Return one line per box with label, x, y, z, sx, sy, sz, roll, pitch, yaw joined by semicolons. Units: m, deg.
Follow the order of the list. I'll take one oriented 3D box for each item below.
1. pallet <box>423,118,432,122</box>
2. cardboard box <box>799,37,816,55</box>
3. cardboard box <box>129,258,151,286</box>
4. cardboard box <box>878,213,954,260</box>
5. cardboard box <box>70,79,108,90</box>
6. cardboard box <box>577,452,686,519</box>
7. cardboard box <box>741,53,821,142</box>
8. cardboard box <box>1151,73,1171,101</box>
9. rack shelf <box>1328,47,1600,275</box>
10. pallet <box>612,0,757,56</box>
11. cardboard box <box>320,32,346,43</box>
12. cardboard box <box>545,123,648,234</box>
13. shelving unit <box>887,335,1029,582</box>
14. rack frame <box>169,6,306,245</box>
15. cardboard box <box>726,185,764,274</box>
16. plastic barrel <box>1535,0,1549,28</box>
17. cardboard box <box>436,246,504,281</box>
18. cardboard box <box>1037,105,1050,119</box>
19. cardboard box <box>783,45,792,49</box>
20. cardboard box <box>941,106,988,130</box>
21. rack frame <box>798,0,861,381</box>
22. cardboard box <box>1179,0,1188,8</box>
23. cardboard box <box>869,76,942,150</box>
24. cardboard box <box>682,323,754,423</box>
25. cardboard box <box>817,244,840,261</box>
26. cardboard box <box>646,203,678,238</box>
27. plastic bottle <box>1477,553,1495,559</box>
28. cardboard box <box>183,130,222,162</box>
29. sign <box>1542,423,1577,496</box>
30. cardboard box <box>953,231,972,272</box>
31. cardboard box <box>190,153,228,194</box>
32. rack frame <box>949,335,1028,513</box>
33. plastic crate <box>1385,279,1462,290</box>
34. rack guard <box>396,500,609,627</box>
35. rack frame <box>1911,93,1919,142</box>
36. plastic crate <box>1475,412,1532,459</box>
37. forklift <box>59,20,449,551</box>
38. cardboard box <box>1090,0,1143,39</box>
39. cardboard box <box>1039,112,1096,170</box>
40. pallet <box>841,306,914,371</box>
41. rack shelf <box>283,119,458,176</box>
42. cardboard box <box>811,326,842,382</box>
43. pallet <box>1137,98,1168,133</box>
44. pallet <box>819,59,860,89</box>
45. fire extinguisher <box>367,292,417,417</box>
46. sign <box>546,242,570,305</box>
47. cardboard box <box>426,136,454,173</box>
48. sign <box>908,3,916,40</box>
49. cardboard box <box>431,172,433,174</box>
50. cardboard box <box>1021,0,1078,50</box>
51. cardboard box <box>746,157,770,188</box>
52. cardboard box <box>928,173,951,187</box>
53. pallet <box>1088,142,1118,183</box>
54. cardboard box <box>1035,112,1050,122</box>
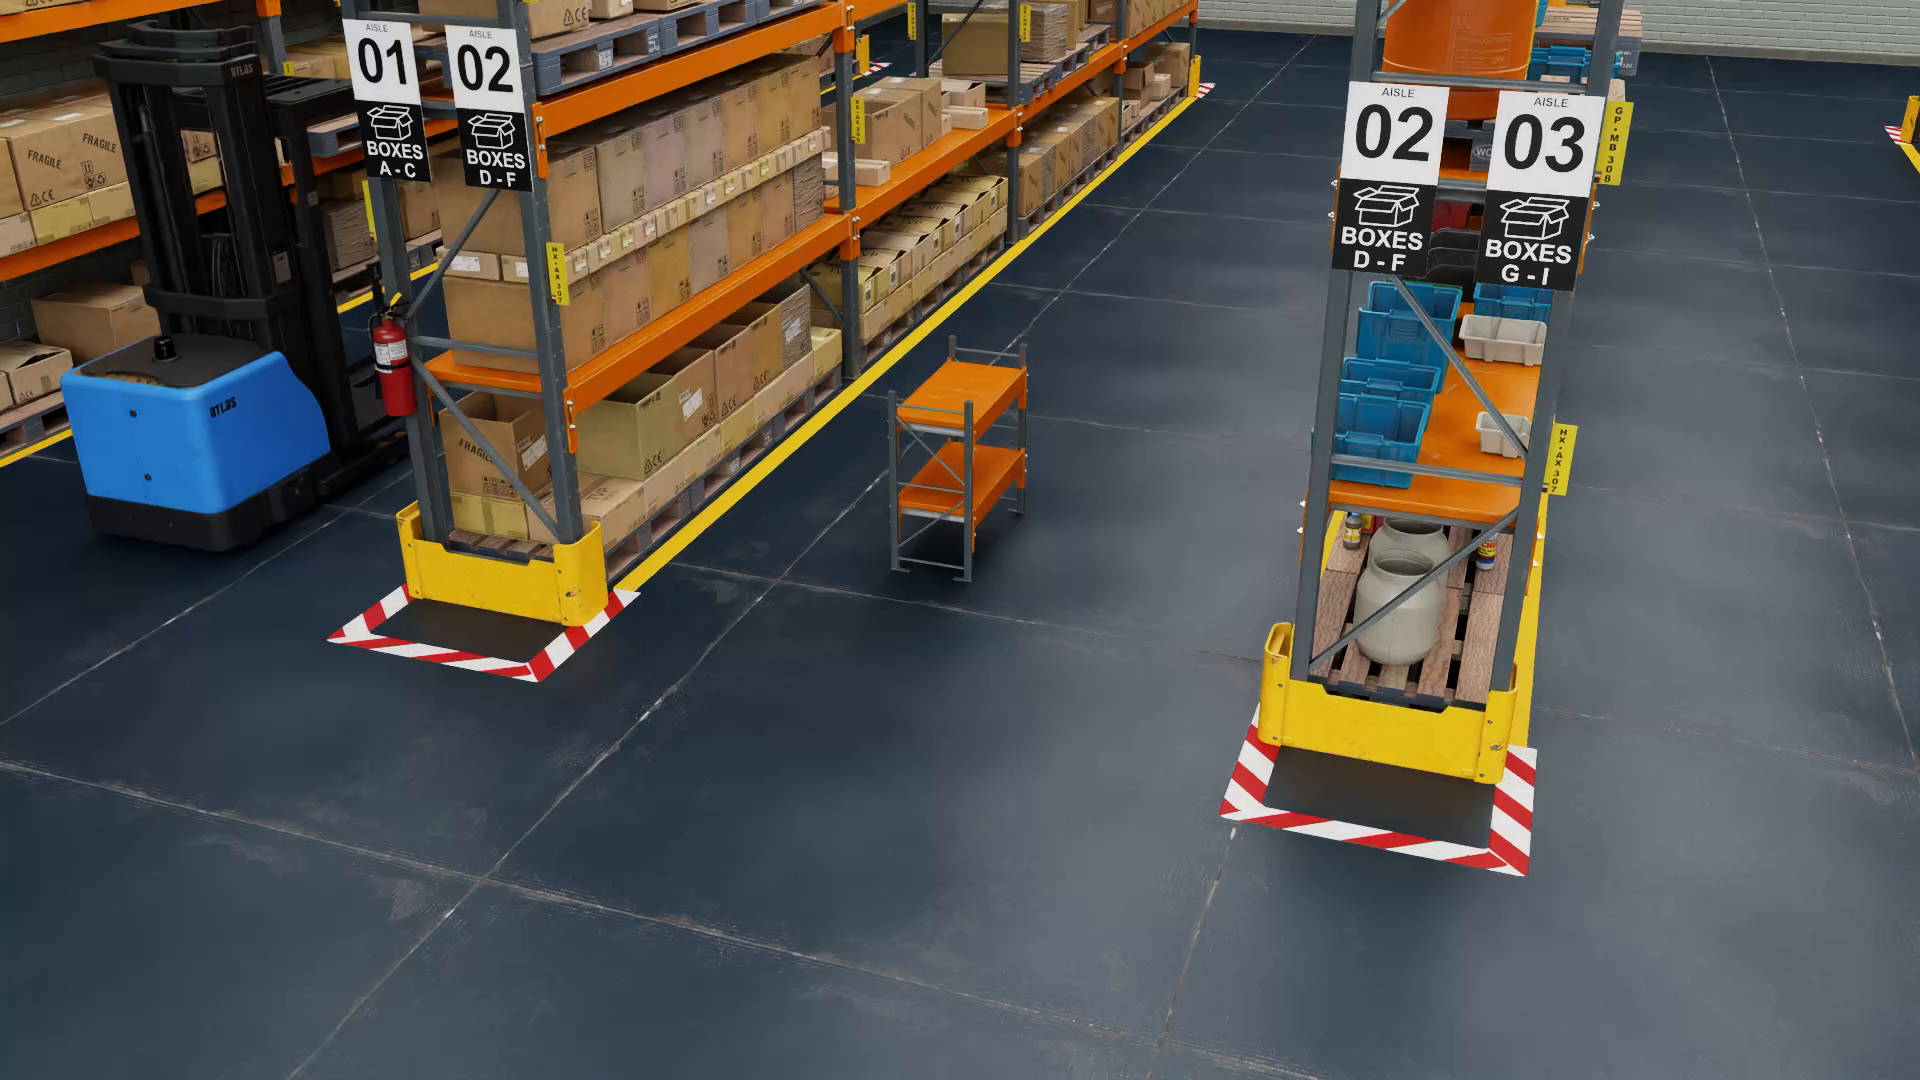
pallet;-5.219;-4.124;15.545;1.003;0.211;1.213;9;27;17
cardboard box;-2.409;-6.666;22.963;0.700;0.500;0.500;8;27;16
cardboard box;-6.238;-2.026;13.356;0.500;0.500;0.500;7;27;14
cardboard box;-0.375;-2.638;14.287;0.500;0.311;0.500;10;27;19
cardboard box;-6.459;-3.290;12.891;0.500;0.500;0.500;9;27;17
cardboard box;-2.037;-0.371;10.247;0.500;0.250;0.500;9;27;17
cardboard box;-1.399;-3.114;11.637;0.700;0.500;0.500;9;27;18
cardboard box;2.443;-5.915;21.676;0.500;0.250;0.500;9;27;17
rack shelf;2.747;-2.153;8.639;1.077;0.370;4.000;9;27;17
pallet;-1.925;-3.125;9.922;1.003;0.211;1.213;9;27;17
cardboard box;-5.346;-4.337;15.145;0.700;0.500;0.500;13;29;24
cardboard box;-2.234;-2.083;9.506;0.700;0.500;0.500;8;27;16
shelving unit;0.002;-0.509;10.011;0.538;1.125;1.048;9;27;17
rack frame;-5.930;-3.386;13.800;1.000;3.000;0.127;9;27;17
cardboard box;-1.739;-2.107;11.045;0.700;0.500;0.500;9;27;18
plastic barrel;2.980;-3.320;9.166;0.600;0.901;0.708;9;27;17
cardboard box;-2.641;-1.547;9.143;0.380;0.149;0.250;8;27;17
cardboard box;0.681;-4.792;18.209;0.500;0.250;0.500;9;27;18
cardboard box;-2.463;-6.650;22.185;0.380;0.149;0.250;8;27;16
cardboard box;0.035;-3.790;14.924;0.380;0.149;0.250;9;27;17
rack frame;-1.258;-2.669;12.320;1.000;3.000;0.127;9;27;17
cardboard box;2.674;-7.208;21.580;0.500;0.500;0.500;9;27;18
cardboard box;-0.469;-3.666;14.264;0.500;0.500;0.500;7;27;15
cardboard box;-1.699;-1.118;10.930;0.500;0.500;0.500;9;27;17
cardboard box;-1.226;-2.295;13.578;0.500;0.311;0.500;10;27;19
cardboard box;-1.913;-1.916;9.907;0.380;0.149;0.250;8;27;16
plastic bottle;3.013;0.014;9.485;0.097;0.201;0.097;0;26;0
cardboard box;-5.957;-3.220;12.746;0.500;0.500;0.500;9;27;17
sign;2.599;-0.348;7.209;0.100;0.325;0.005;9;27;17
cardboard box;-0.210;-2.594;14.838;0.500;0.250;0.500;9;27;19
cardboard box;-5.976;-2.885;12.915;0.500;0.250;0.500;9;27;18
rack frame;0.171;-0.718;10.442;0.500;1.125;0.032;9;27;17
plastic crate;2.694;-1.337;9.812;0.450;0.188;0.662;9;27;17
rack guard;-2.597;0.110;9.449;1.175;0.500;0.348;9;27;17
rack frame;12.076;-6.162;19.535;1.000;3.000;0.127;9;27;17
plastic crate;2.682;-0.508;8.159;0.298;0.136;0.250;9;27;17
forklift;-4.397;-1.872;10.753;1.130;2.935;3.031;8;27;17
cardboard box;1.831;-6.171;19.439;0.500;0.500;0.500;9;27;19
cardboard box;1.171;-4.377;18.212;0.500;0.500;0.500;9;27;18
pallet;-1.049;-1.722;13.565;1.003;0.211;1.213;9;27;17
rack shelf;-5.265;-3.884;15.655;1.077;0.370;4.000;9;27;17
cardboard box;-1.206;-1.398;12.368;0.500;0.250;0.500;9;27;17
pallet;2.038;-5.486;21.339;1.003;0.211;1.213;9;27;17
pallet;-2.129;-6.722;23.891;1.003;0.211;1.213;9;27;17
fire extinguisher;-3.066;-1.009;8.980;0.296;0.674;0.183;9;27;17
sign;-2.067;-1.367;8.548;0.100;0.325;0.005;9;27;17
cardboard box;-5.205;-3.699;15.951;0.500;0.250;0.500;9;27;17
sign;-0.441;-4.873;15.634;0.100;0.325;0.005;9;27;17
cardboard box;-5.209;-3.396;16.185;0.700;0.500;0.500;9;27;17
cardboard box;0.875;-5.455;17.479;0.700;0.500;0.500;2;26;4
cardboard box;-1.486;-2.445;10.999;0.380;0.149;0.250;9;27;17
cardboard box;-0.378;-3.344;15.744;0.500;0.311;0.500;10;27;19
pallet;1.170;-4.361;19.016;1.003;0.211;1.213;9;27;17
cardboard box;0.673;-4.441;18.343;0.500;0.500;0.500;9;27;18
